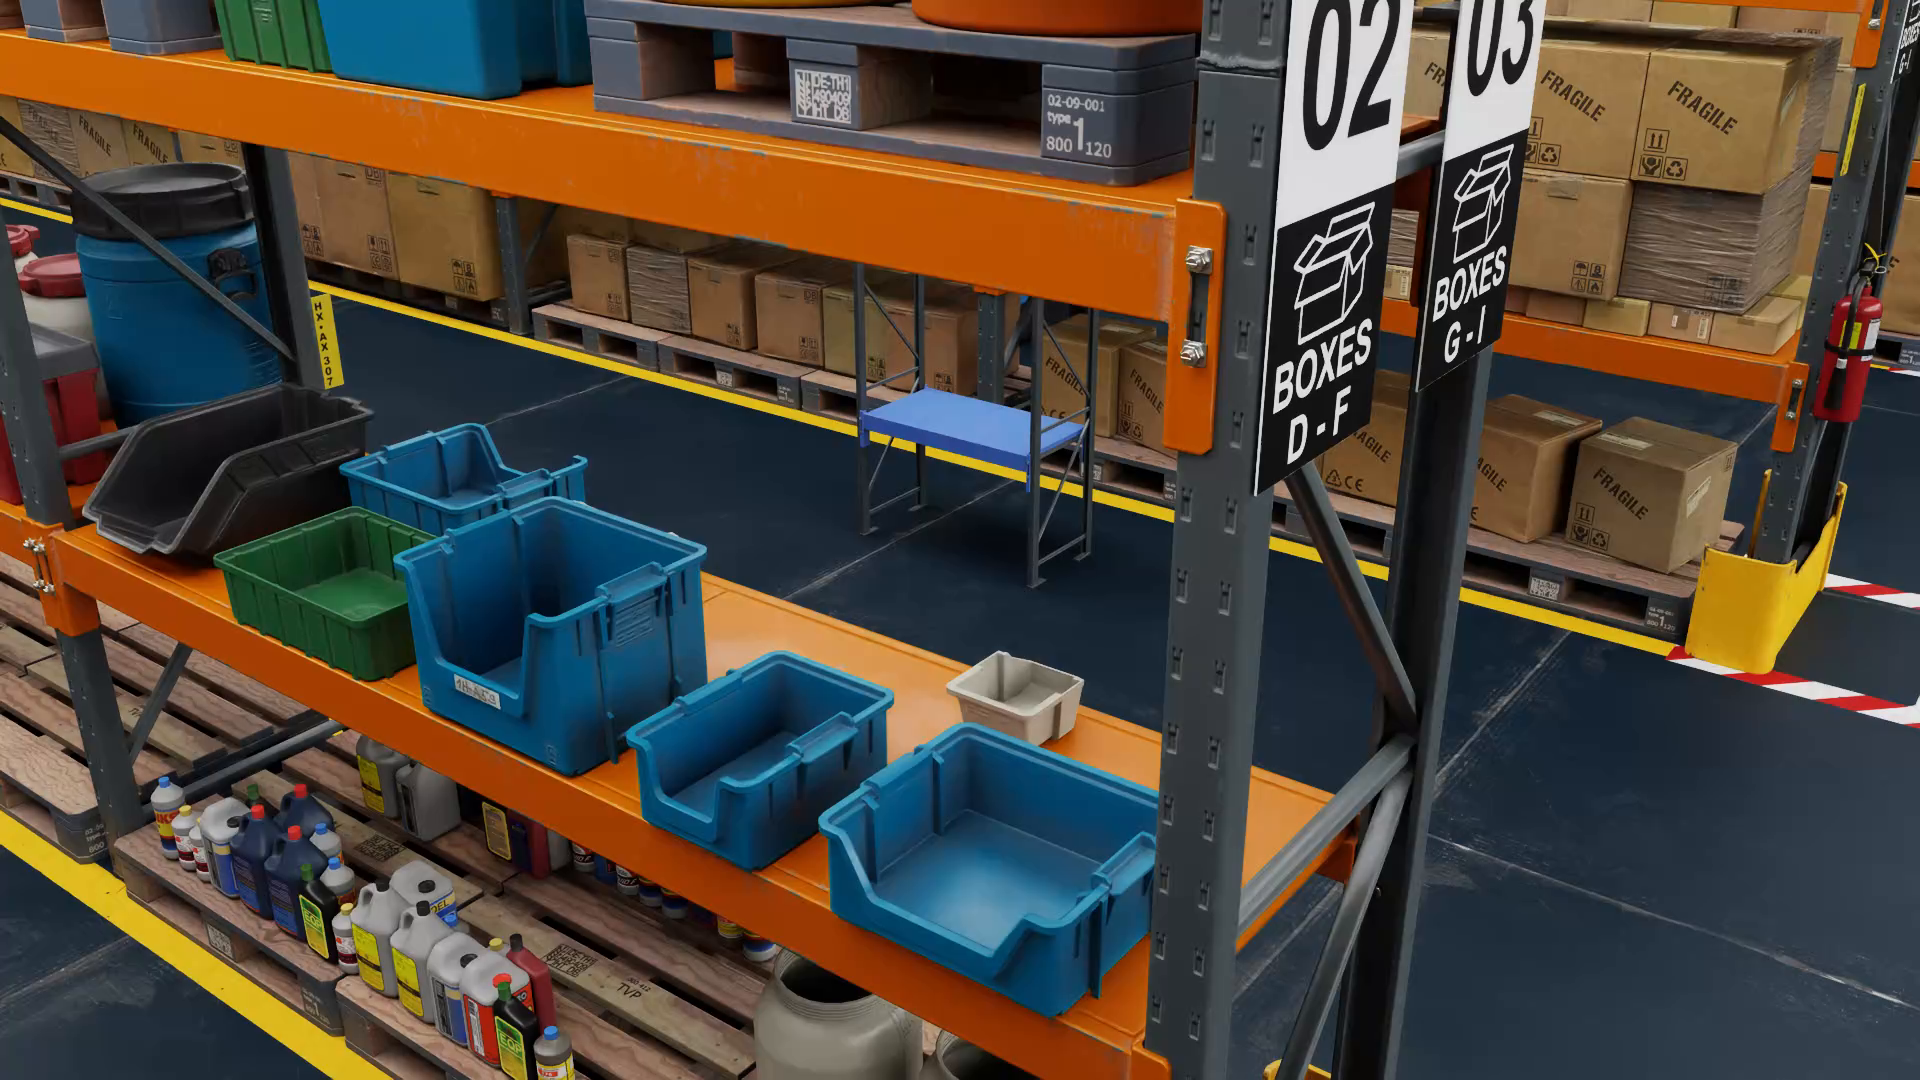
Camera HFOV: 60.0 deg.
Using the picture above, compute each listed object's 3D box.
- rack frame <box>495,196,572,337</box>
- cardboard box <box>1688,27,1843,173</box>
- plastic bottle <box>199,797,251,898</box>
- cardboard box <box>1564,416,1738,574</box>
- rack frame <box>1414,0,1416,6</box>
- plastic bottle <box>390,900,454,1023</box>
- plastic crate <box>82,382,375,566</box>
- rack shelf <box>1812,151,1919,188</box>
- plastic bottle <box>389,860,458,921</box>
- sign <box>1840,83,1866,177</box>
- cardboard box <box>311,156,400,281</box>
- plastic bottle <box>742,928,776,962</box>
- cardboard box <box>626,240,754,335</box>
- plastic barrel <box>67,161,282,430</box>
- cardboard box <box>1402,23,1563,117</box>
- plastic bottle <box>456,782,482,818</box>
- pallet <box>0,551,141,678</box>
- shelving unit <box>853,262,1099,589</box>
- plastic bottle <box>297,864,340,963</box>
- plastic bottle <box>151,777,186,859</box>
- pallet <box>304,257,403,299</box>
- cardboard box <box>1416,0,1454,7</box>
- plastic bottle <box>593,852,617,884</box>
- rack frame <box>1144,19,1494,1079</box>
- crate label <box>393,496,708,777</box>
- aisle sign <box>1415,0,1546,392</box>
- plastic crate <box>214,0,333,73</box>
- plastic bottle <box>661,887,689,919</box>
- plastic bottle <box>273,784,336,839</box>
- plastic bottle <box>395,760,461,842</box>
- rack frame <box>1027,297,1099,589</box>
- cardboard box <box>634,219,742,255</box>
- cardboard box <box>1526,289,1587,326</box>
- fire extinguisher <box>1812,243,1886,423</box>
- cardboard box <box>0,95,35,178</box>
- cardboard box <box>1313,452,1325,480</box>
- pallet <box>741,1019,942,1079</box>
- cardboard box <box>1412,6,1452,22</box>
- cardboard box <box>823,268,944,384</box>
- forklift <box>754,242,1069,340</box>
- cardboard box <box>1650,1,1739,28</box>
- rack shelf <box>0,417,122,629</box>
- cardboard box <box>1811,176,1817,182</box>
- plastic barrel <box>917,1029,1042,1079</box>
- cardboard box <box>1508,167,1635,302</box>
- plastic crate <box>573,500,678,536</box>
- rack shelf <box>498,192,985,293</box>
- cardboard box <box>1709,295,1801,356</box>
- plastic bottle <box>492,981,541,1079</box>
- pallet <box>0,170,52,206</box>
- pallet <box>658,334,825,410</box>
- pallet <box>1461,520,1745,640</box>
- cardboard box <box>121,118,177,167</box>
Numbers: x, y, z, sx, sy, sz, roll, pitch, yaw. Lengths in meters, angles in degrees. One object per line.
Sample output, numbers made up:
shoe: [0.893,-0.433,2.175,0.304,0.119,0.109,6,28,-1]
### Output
rack frame: [-2.761,-2.944,11.212,0.127,3.000,1.000,17,29,33]
cardboard box: [3.364,-1.870,7.041,0.500,0.500,0.500,17,29,33]
plastic bottle: [-2.264,0.954,5.197,0.135,0.276,0.152,18,30,35]
cardboard box: [3.151,-0.214,7.596,0.500,0.500,0.500,-20,31,-38]
rack frame: [3.495,-3.553,12.593,0.127,3.000,1.000,17,29,33]
plastic bottle: [-1.494,1.154,4.650,0.185,0.351,0.144,18,30,35]
plastic crate: [-2.188,-0.183,5.022,0.504,0.338,0.767,17,29,33]
rack shelf: [5.096,-2.740,11.641,4.000,0.370,1.077,17,29,33]
plastic bottle: [-1.574,1.090,4.889,0.135,0.276,0.152,17,29,33]
sign: [3.292,-1.510,6.129,0.005,0.325,0.100,17,29,33]
cardboard box: [-4.009,-2.556,12.445,0.875,0.875,1.225,17,29,33]
plastic bottle: [-0.594,1.096,4.879,0.097,0.271,0.097,0,24,0]
cardboard box: [-1.761,-1.716,10.979,0.500,0.500,0.700,14,27,29]
plastic barrel: [-2.658,-0.800,5.723,0.708,0.901,0.600,17,29,33]
cardboard box: [2.250,-1.943,7.207,0.500,0.500,0.500,17,29,33]
plastic bottle: [-1.689,0.741,5.588,0.185,0.351,0.144,15,28,31]
pallet: [-4.163,0.425,7.024,1.213,0.211,1.003,17,29,33]
shelving unit: [0.068,-0.666,7.901,1.048,1.500,0.538,17,29,33]
plastic bottle: [-1.876,1.091,4.877,0.133,0.283,0.061,18,30,36]
plastic bottle: [-2.539,0.887,5.356,0.097,0.271,0.097,0,24,0]
pallet: [-4.319,-2.178,12.932,1.213,0.211,1.003,17,29,33]
cardboard box: [3.770,-4.015,12.118,0.550,0.550,0.875,17,29,33]
plastic bottle: [-1.110,0.940,5.234,0.097,0.271,0.097,0,24,0]
rack frame: [0.670,0.588,3.195,0.127,3.000,1.000,17,29,33]
crate label: [-0.965,0.214,4.000,0.616,0.435,0.502,17,29,33]
aisle sign: [0.903,-0.679,2.846,0.004,0.787,0.394,17,29,33]
plastic crate: [-1.432,-1.185,3.763,0.450,0.188,0.336,17,29,33]
plastic bottle: [-0.868,1.014,5.068,0.097,0.271,0.097,0,24,0]
plastic bottle: [-2.047,0.914,5.194,0.185,0.351,0.144,17,29,33]
plastic bottle: [-1.758,0.829,5.481,0.135,0.276,0.152,17,29,33]
rack frame: [0.475,-0.543,7.622,0.032,1.500,0.500,17,29,33]
cardboard box: [-1.776,-2.068,10.847,0.500,0.250,0.500,21,31,39]
cardboard box: [2.667,-1.067,7.263,0.250,0.149,0.380,17,29,33]
fire extinguisher: [3.456,-0.798,6.437,0.183,0.674,0.296,17,29,33]
cardboard box: [-8.602,-3.970,15.654,0.875,0.875,0.875,17,29,33]
cardboard box: [1.743,-0.655,8.595,0.500,0.500,0.500,14,27,29]
pallet: [-0.066,1.663,4.214,1.213,0.211,1.003,17,29,33]
cardboard box: [2.163,-2.233,7.864,0.500,0.500,0.500,17,29,33]
cardboard box: [-0.409,-1.311,10.061,0.500,0.500,0.700,17,29,33]
forklift: [-0.691,-3.037,11.509,3.031,2.935,1.130,16,29,32]
cardboard box: [5.058,-3.619,11.219,0.500,0.550,0.875,17,29,33]
rack shelf: [-4.131,-0.533,6.633,4.000,0.370,1.077,17,29,33]
cardboard box: [5.408,-2.160,11.547,0.875,0.875,0.875,16,29,32]
plastic barrel: [0.098,1.400,3.917,0.421,0.512,0.421,0,24,0]
cardboard box: [2.745,-1.416,7.250,0.500,0.500,0.875,17,29,33]
plastic crate: [-1.080,0.053,4.738,0.437,0.136,0.530,17,29,33]
rack shelf: [-1.161,-2.131,10.260,4.000,0.370,1.077,17,29,33]
cardboard box: [3.289,-0.897,6.878,0.250,0.149,0.380,17,29,33]
plastic bottle: [-1.167,1.305,4.391,0.133,0.283,0.061,18,29,35]
pallet: [-8.476,-3.435,15.784,1.213,0.211,1.003,17,29,33]
pallet: [-1.165,-1.184,10.675,1.213,0.211,1.003,17,29,33]
pallet: [2.951,0.040,7.897,1.213,0.211,1.003,17,29,33]
cardboard box: [-6.442,-3.317,14.172,0.875,0.875,0.875,17,29,33]
